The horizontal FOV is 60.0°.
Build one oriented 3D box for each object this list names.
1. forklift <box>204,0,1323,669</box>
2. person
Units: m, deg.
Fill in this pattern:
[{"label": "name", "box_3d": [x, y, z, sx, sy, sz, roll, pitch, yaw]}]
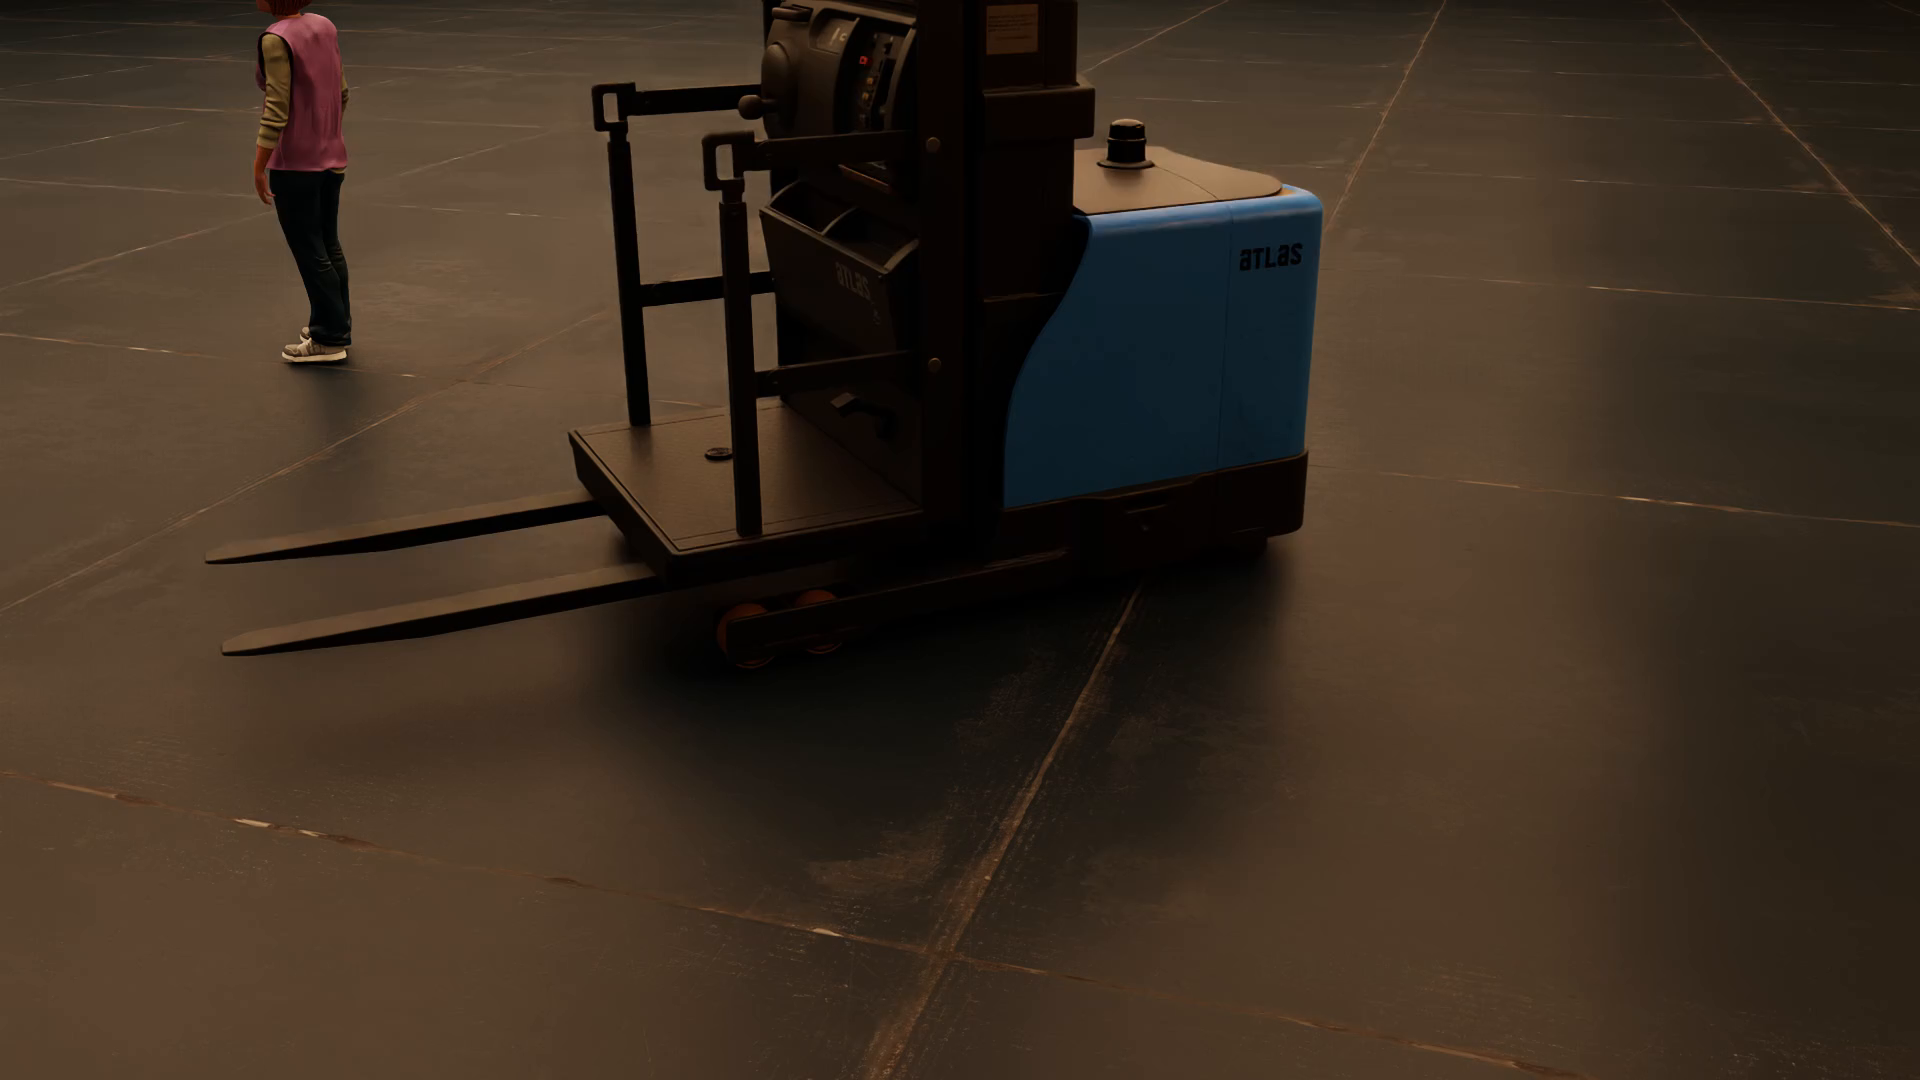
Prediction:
[{"label": "forklift", "box_3d": [-0.513, -1.251, 4.309, 3.031, 2.935, 1.130, -11, 25, -24]}, {"label": "person", "box_3d": [-2.667, -1.493, 6.625, 0.474, 1.598, 0.519, 6, 23, 14]}]
